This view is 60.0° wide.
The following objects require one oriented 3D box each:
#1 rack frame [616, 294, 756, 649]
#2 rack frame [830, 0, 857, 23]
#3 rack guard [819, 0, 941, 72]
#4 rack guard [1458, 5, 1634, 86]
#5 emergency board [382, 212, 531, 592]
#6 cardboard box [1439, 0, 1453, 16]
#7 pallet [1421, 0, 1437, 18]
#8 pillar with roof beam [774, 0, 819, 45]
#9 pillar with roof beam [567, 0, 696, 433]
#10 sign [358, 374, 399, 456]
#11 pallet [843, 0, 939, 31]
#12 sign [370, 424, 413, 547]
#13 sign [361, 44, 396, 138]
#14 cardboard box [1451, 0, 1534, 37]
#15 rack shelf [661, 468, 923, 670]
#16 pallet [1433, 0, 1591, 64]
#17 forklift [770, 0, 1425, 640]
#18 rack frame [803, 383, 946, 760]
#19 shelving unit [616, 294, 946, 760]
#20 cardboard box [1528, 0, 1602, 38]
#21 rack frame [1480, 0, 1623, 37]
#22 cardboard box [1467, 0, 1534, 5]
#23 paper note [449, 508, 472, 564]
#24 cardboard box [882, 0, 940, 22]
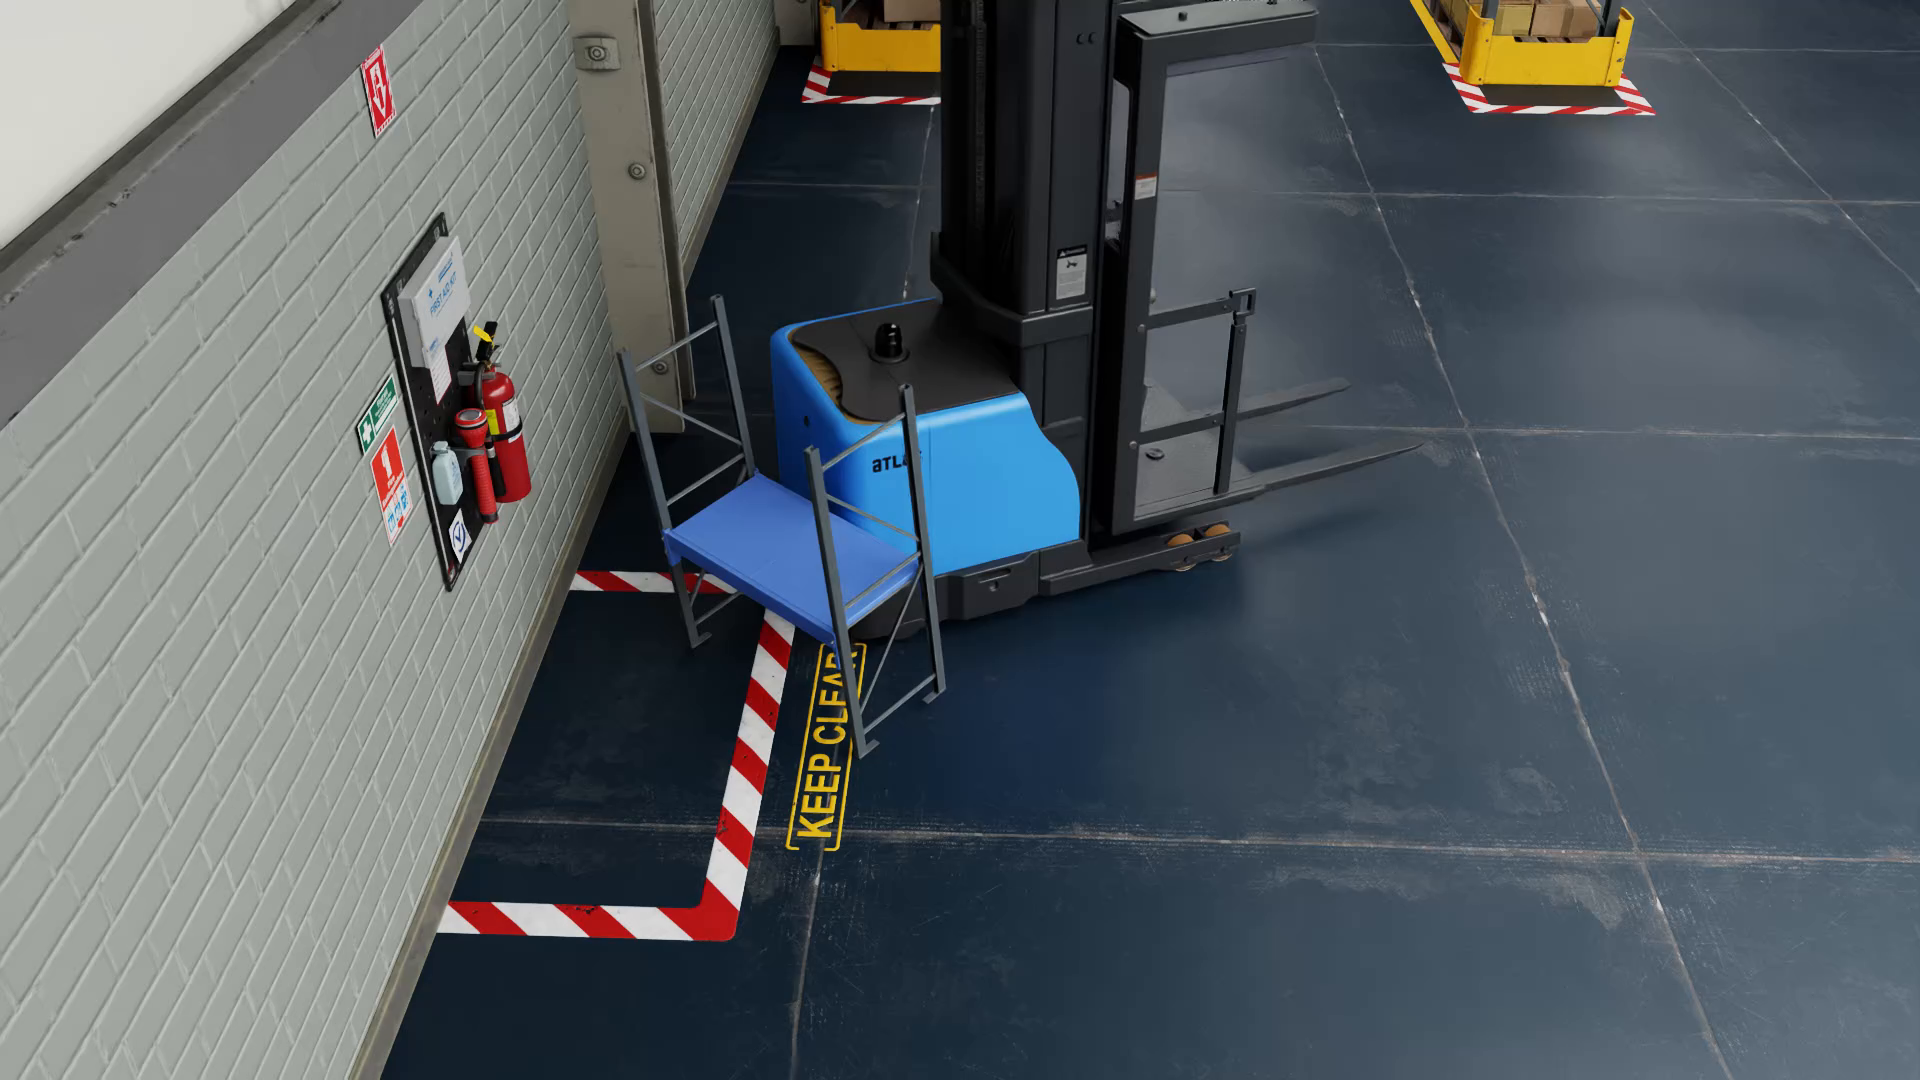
[{"bbox_3d":[-1.038,-0.243,6.751,0.032,1.500,0.500,28,50,34],"label":"rack frame"},{"bbox_3d":[-0.491,-4.920,12.142,1.000,3.000,0.127,1,35,2],"label":"rack frame"},{"bbox_3d":[-0.488,-3.941,12.923,1.175,0.500,0.348,1,35,2],"label":"rack guard"},{"bbox_3d":[4.458,-3.771,12.682,1.175,0.500,0.348,1,35,2],"label":"rack guard"},{"bbox_3d":[-1.705,-0.476,5.819,0.194,1.169,0.643,1,35,2],"label":"emergency board"},{"bbox_3d":[4.194,-4.457,13.510,0.500,0.250,0.500,1,35,2],"label":"cardboard box"},{"bbox_3d":[4.500,-4.807,14.405,1.003,0.211,1.213,1,35,2],"label":"pallet"},{"bbox_3d":[2.975,-7.697,10.876,9.100,9.000,0.400,1,35,2],"label":"pillar with roof beam"},{"bbox_3d":[2.734,-4.250,5.971,9.100,9.000,0.400,1,35,2],"label":"pillar with roof beam"},{"bbox_3d":[-1.821,-0.395,5.211,0.001,0.109,0.331,1,35,2],"label":"sign"},{"bbox_3d":[-0.420,-4.289,13.669,1.003,0.211,1.213,1,35,2],"label":"pallet"},{"bbox_3d":[-1.830,-0.176,5.360,0.001,0.329,0.234,1,35,2],"label":"sign"},{"bbox_3d":[-1.805,-1.422,5.149,0.001,0.298,0.199,1,35,2],"label":"sign"},{"bbox_3d":[4.186,-4.170,13.100,0.500,0.250,0.500,1,35,2],"label":"cardboard box"},{"bbox_3d":[-0.652,0.094,6.584,1.000,0.185,0.538,28,50,34],"label":"rack shelf"},{"bbox_3d":[4.448,-4.107,13.411,1.003,0.211,1.213,1,35,2],"label":"pallet"},{"bbox_3d":[0.729,-1.322,7.082,3.031,2.935,1.130,-14,37,-19],"label":"forklift"},{"bbox_3d":[-0.292,0.154,6.187,0.032,1.500,0.500,28,50,34],"label":"rack frame"},{"bbox_3d":[-0.665,-0.044,6.469,1.048,1.500,0.538,28,50,34],"label":"shelving unit"},{"bbox_3d":[4.703,-4.158,13.083,0.500,0.250,0.500,1,35,2],"label":"cardboard box"},{"bbox_3d":[4.459,-4.808,11.982,1.000,3.000,0.127,1,35,2],"label":"rack frame"},{"bbox_3d":[4.183,-4.477,12.885,0.500,0.500,0.500,1,35,2],"label":"cardboard box"},{"bbox_3d":[-1.781,-0.016,5.930,0.016,0.148,0.142,1,35,2],"label":"paper note"},{"bbox_3d":[-0.373,-4.396,13.351,0.500,0.311,0.500,-2,35,-3],"label":"cardboard box"}]
